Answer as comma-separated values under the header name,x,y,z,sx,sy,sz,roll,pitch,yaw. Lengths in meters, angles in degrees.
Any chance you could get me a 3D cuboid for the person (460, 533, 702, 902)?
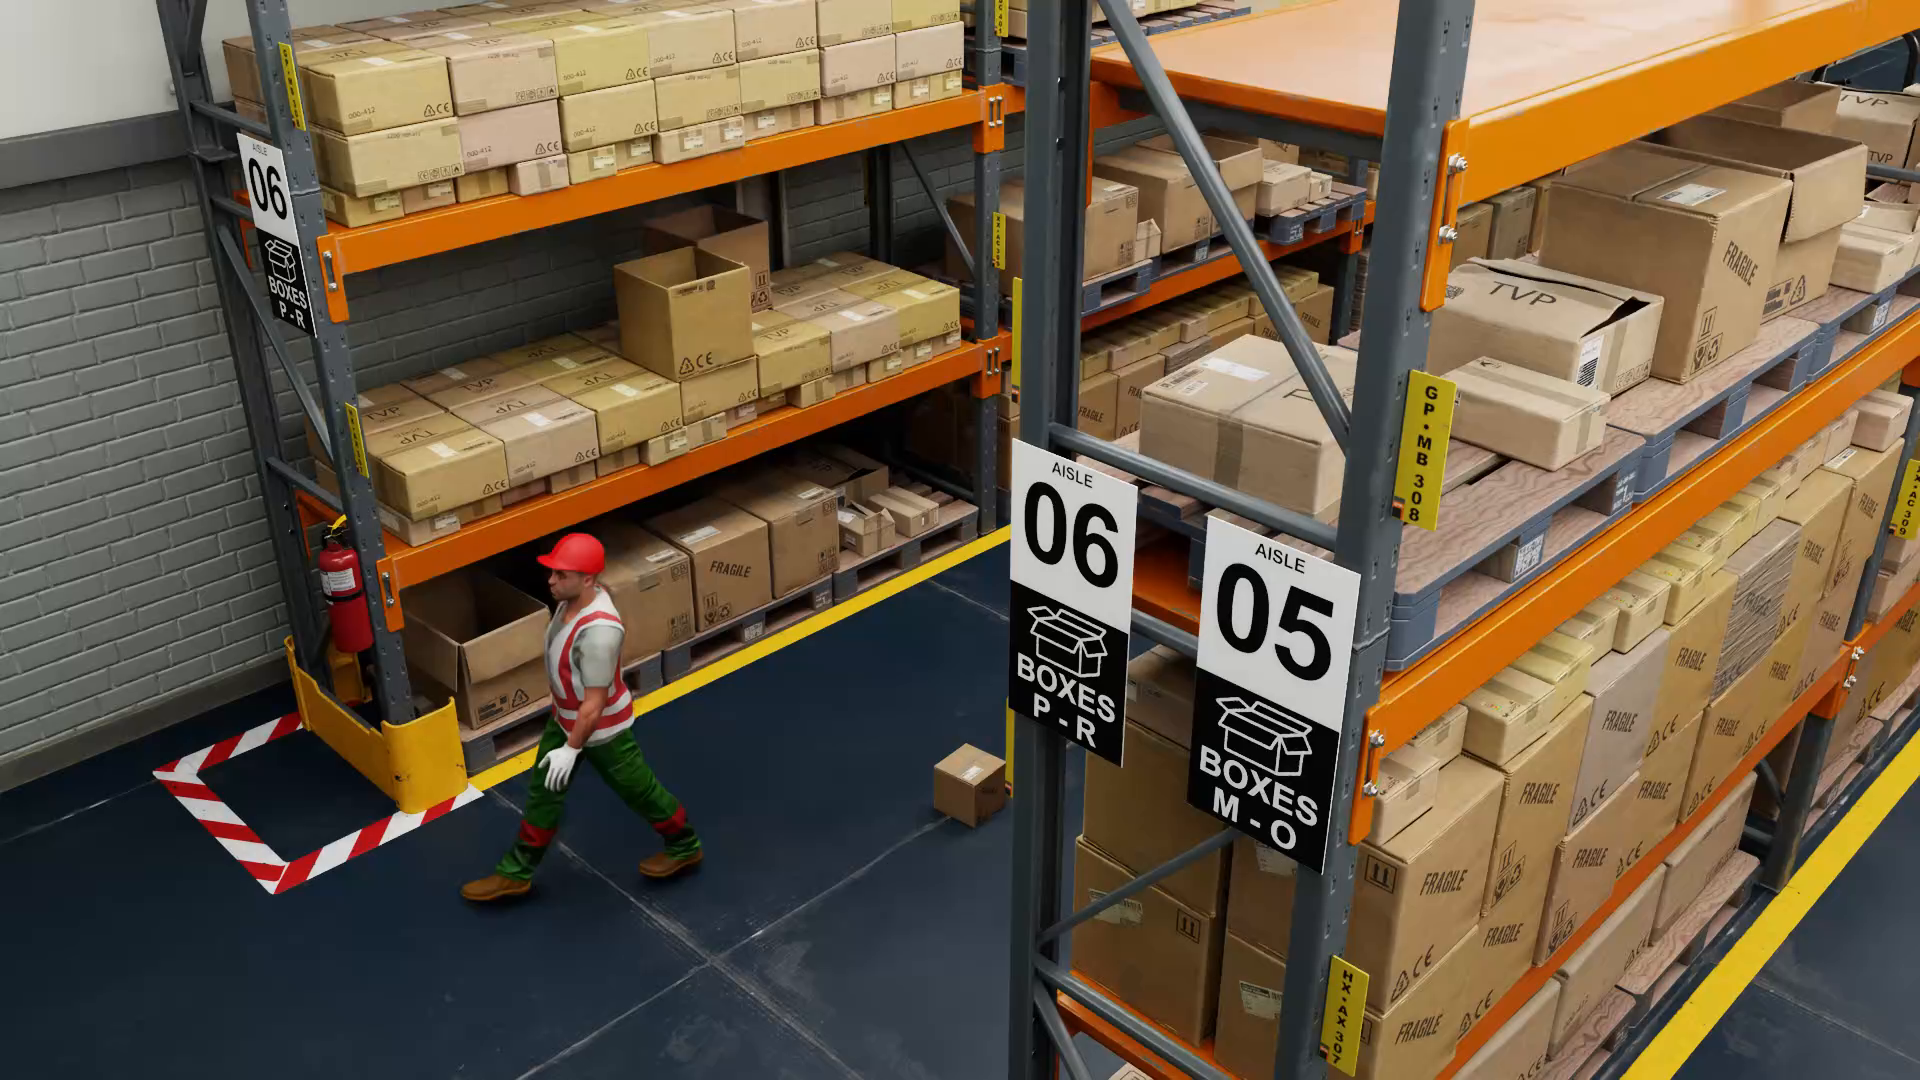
name,x,y,z,sx,sy,sz,roll,pitch,yaw
person,-1.669,0.779,7.058,1.036,1.727,0.588,-16,31,-27
